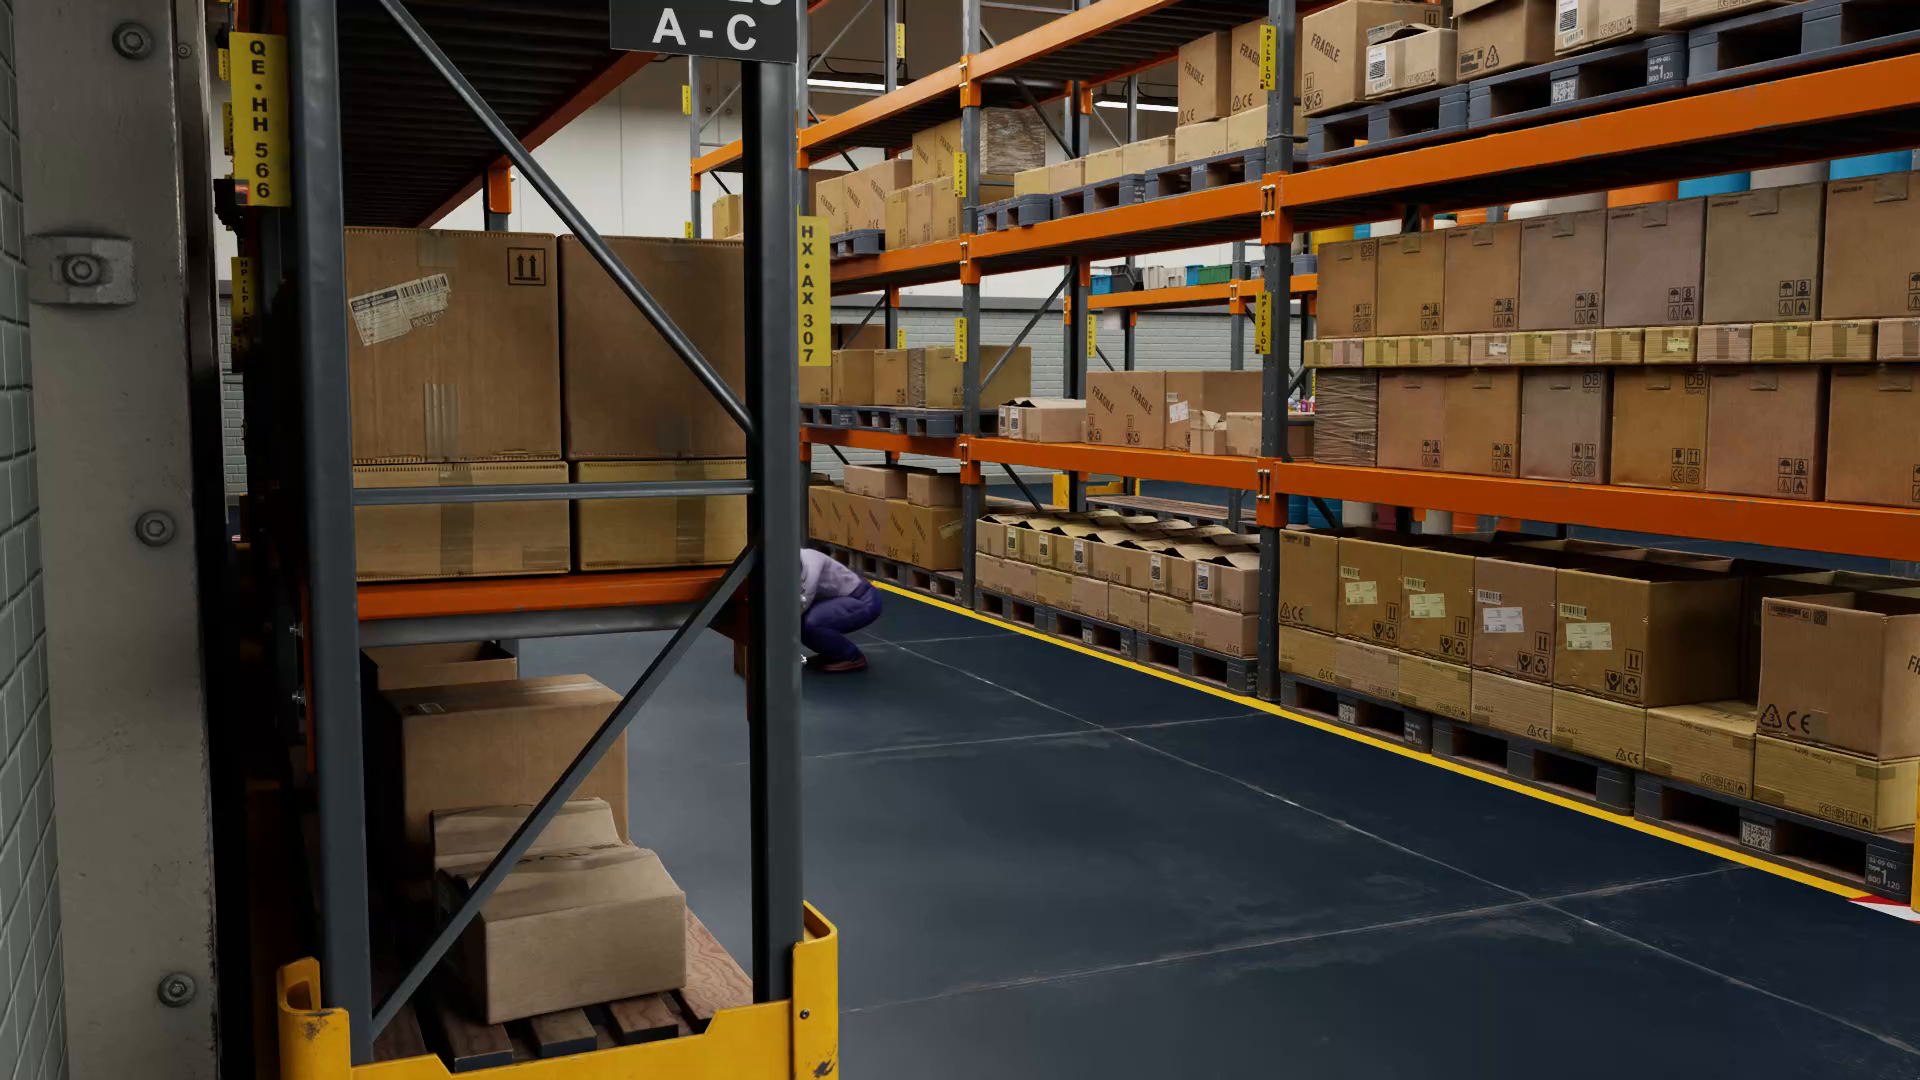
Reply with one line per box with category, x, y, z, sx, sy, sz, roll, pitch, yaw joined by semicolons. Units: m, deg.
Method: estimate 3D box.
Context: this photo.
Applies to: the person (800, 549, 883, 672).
person;-0.877;0.384;10.024;0.826;0.812;0.529;-2;6;-24
